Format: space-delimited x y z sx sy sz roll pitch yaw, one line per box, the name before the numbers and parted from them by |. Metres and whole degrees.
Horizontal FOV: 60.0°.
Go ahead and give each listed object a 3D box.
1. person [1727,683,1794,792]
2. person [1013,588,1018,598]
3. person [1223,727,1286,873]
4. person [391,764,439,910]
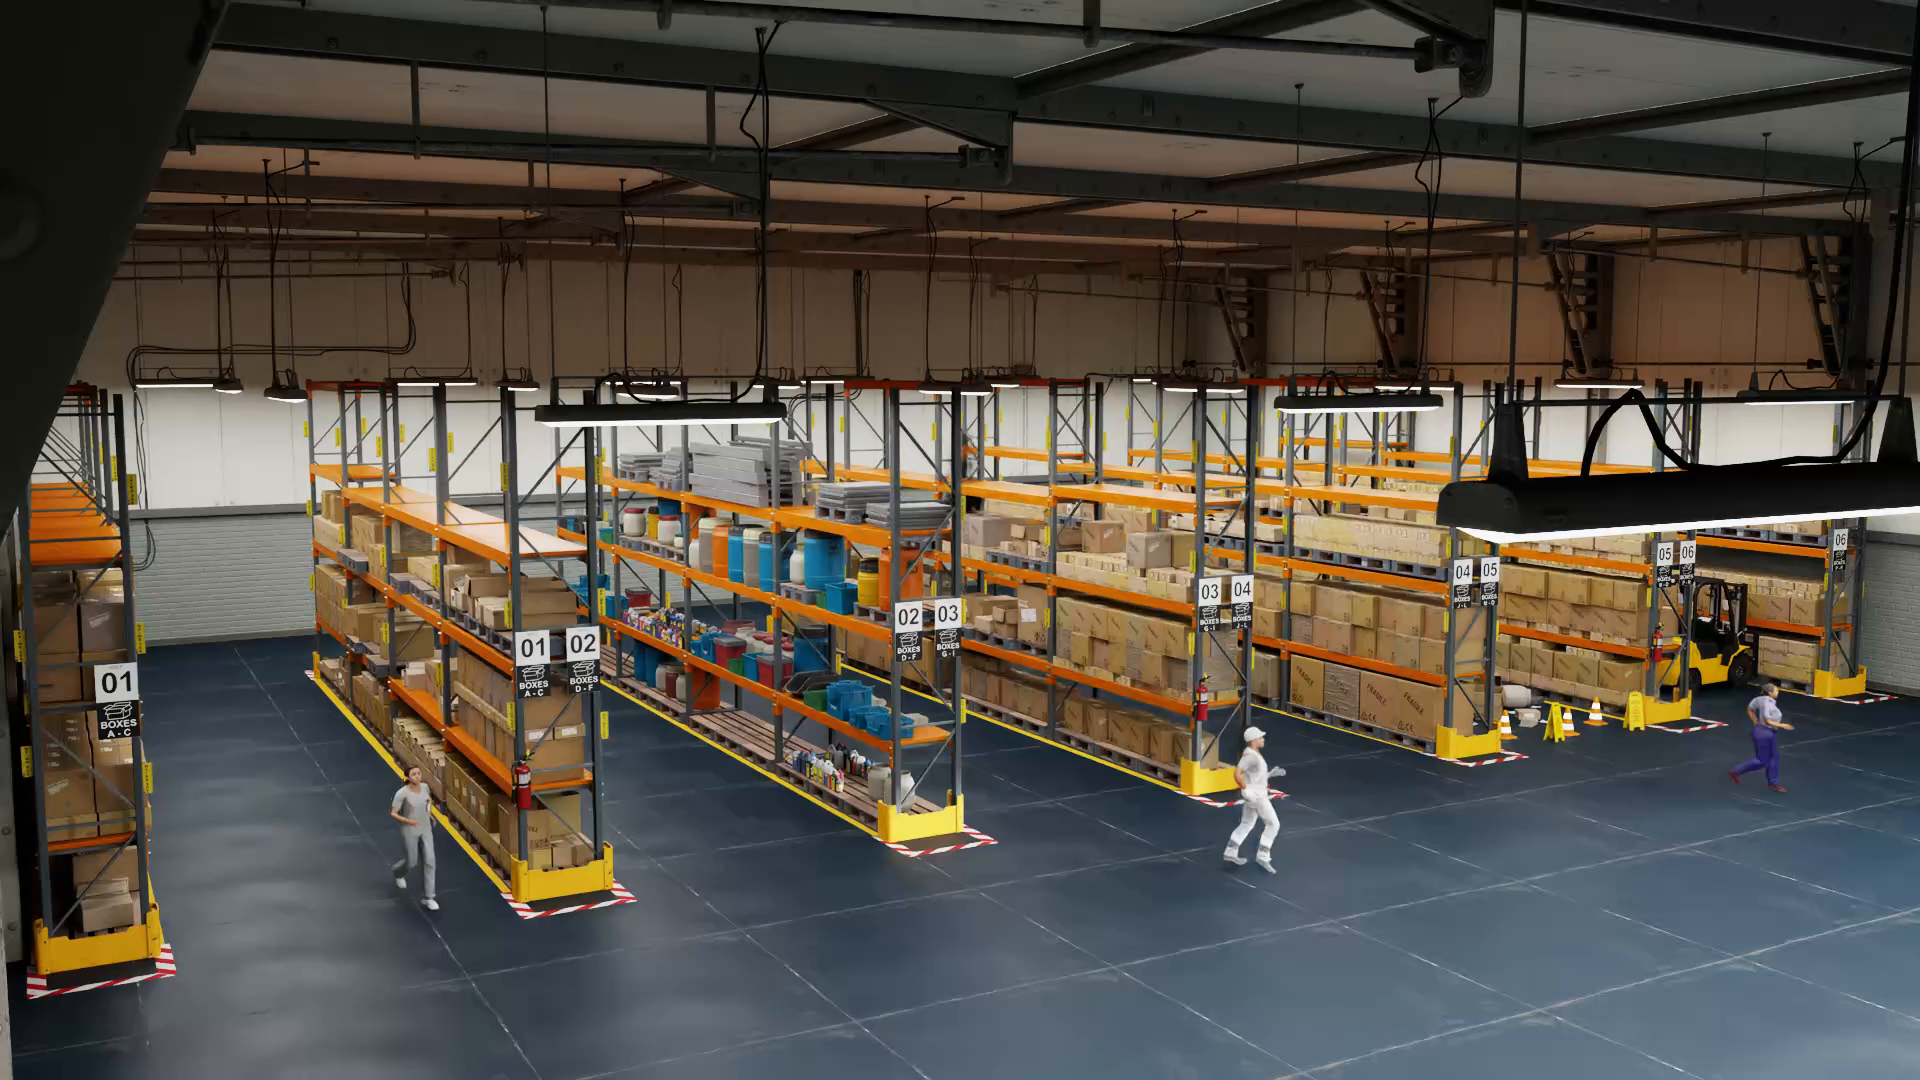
person | 11.819 2.912 24.580 0.886 1.638 0.592 1 6 12
person | 1.563 1.105 41.801 0.561 1.627 0.666 6 8 44
person | 3.683 3.237 20.739 0.763 1.831 0.649 0 6 2
person | -6.394 3.435 19.492 0.574 1.666 0.927 -6 8 -44
